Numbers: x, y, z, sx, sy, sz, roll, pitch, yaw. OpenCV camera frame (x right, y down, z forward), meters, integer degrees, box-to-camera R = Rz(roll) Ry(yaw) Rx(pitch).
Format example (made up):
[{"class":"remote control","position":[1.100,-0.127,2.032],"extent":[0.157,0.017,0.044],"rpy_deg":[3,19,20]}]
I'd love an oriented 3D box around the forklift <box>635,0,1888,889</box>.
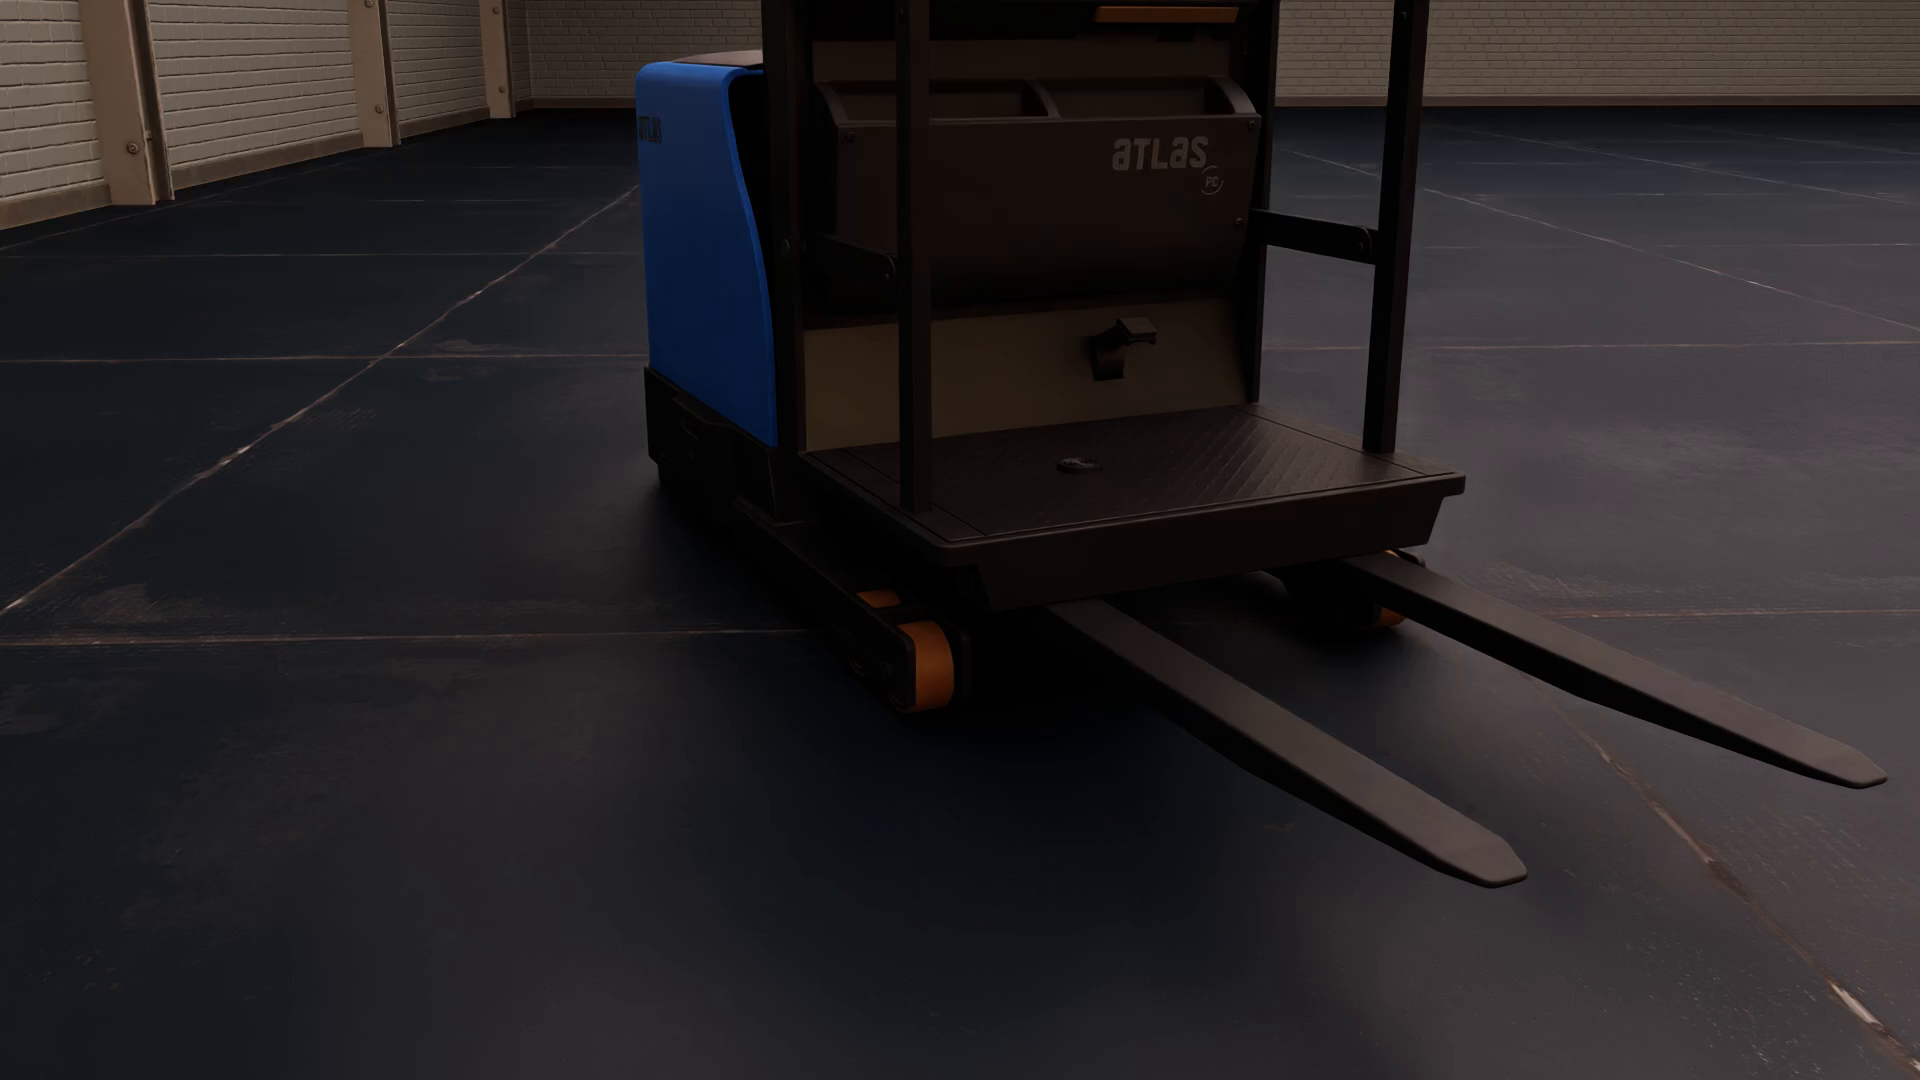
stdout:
[{"class":"forklift","position":[0.258,-1.240,2.962],"extent":[1.130,2.935,3.031],"rpy_deg":[-8,19,-24]}]
